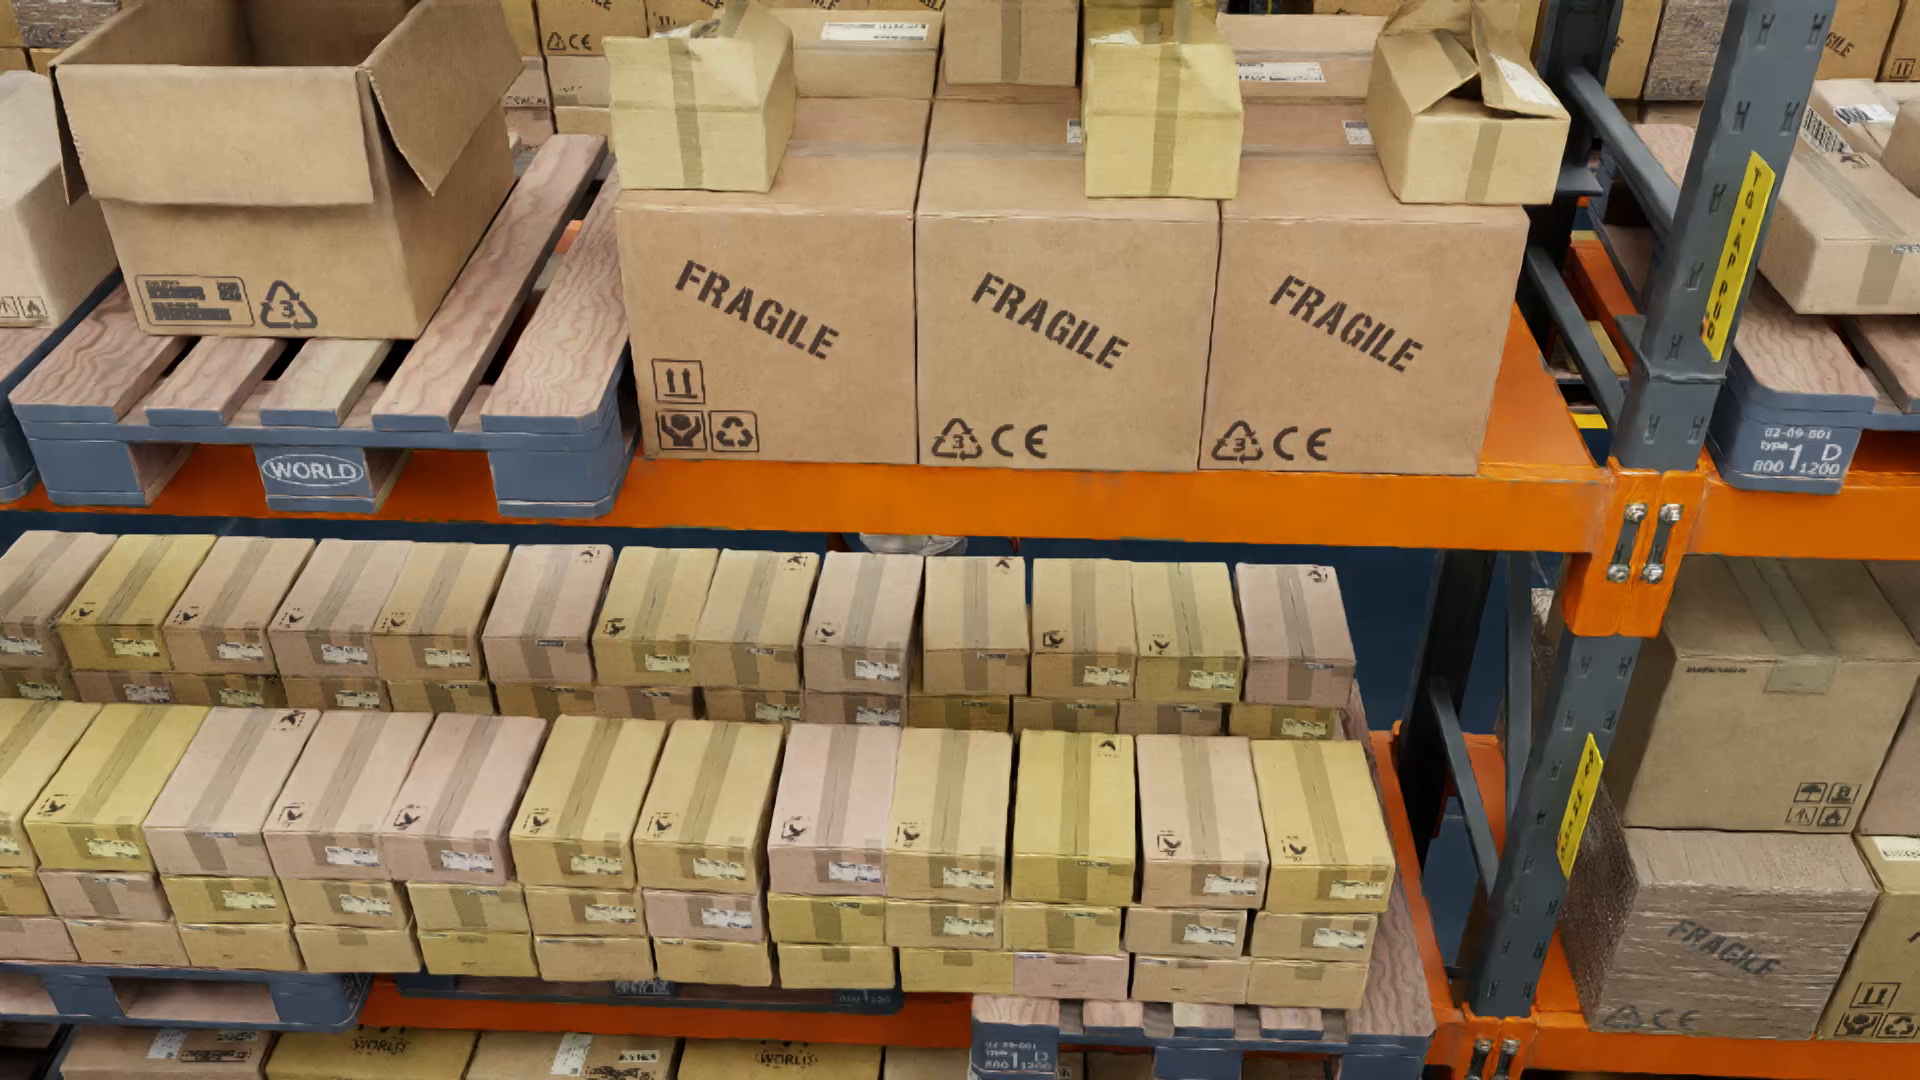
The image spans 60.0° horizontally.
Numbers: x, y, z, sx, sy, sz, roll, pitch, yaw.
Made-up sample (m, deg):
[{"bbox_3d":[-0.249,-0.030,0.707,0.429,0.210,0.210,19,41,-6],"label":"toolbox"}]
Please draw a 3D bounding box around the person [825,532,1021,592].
[{"bbox_3d":[-0.127,-0.036,6.144,0.722,1.769,0.347,-15,38,-20],"label":"person"}]
